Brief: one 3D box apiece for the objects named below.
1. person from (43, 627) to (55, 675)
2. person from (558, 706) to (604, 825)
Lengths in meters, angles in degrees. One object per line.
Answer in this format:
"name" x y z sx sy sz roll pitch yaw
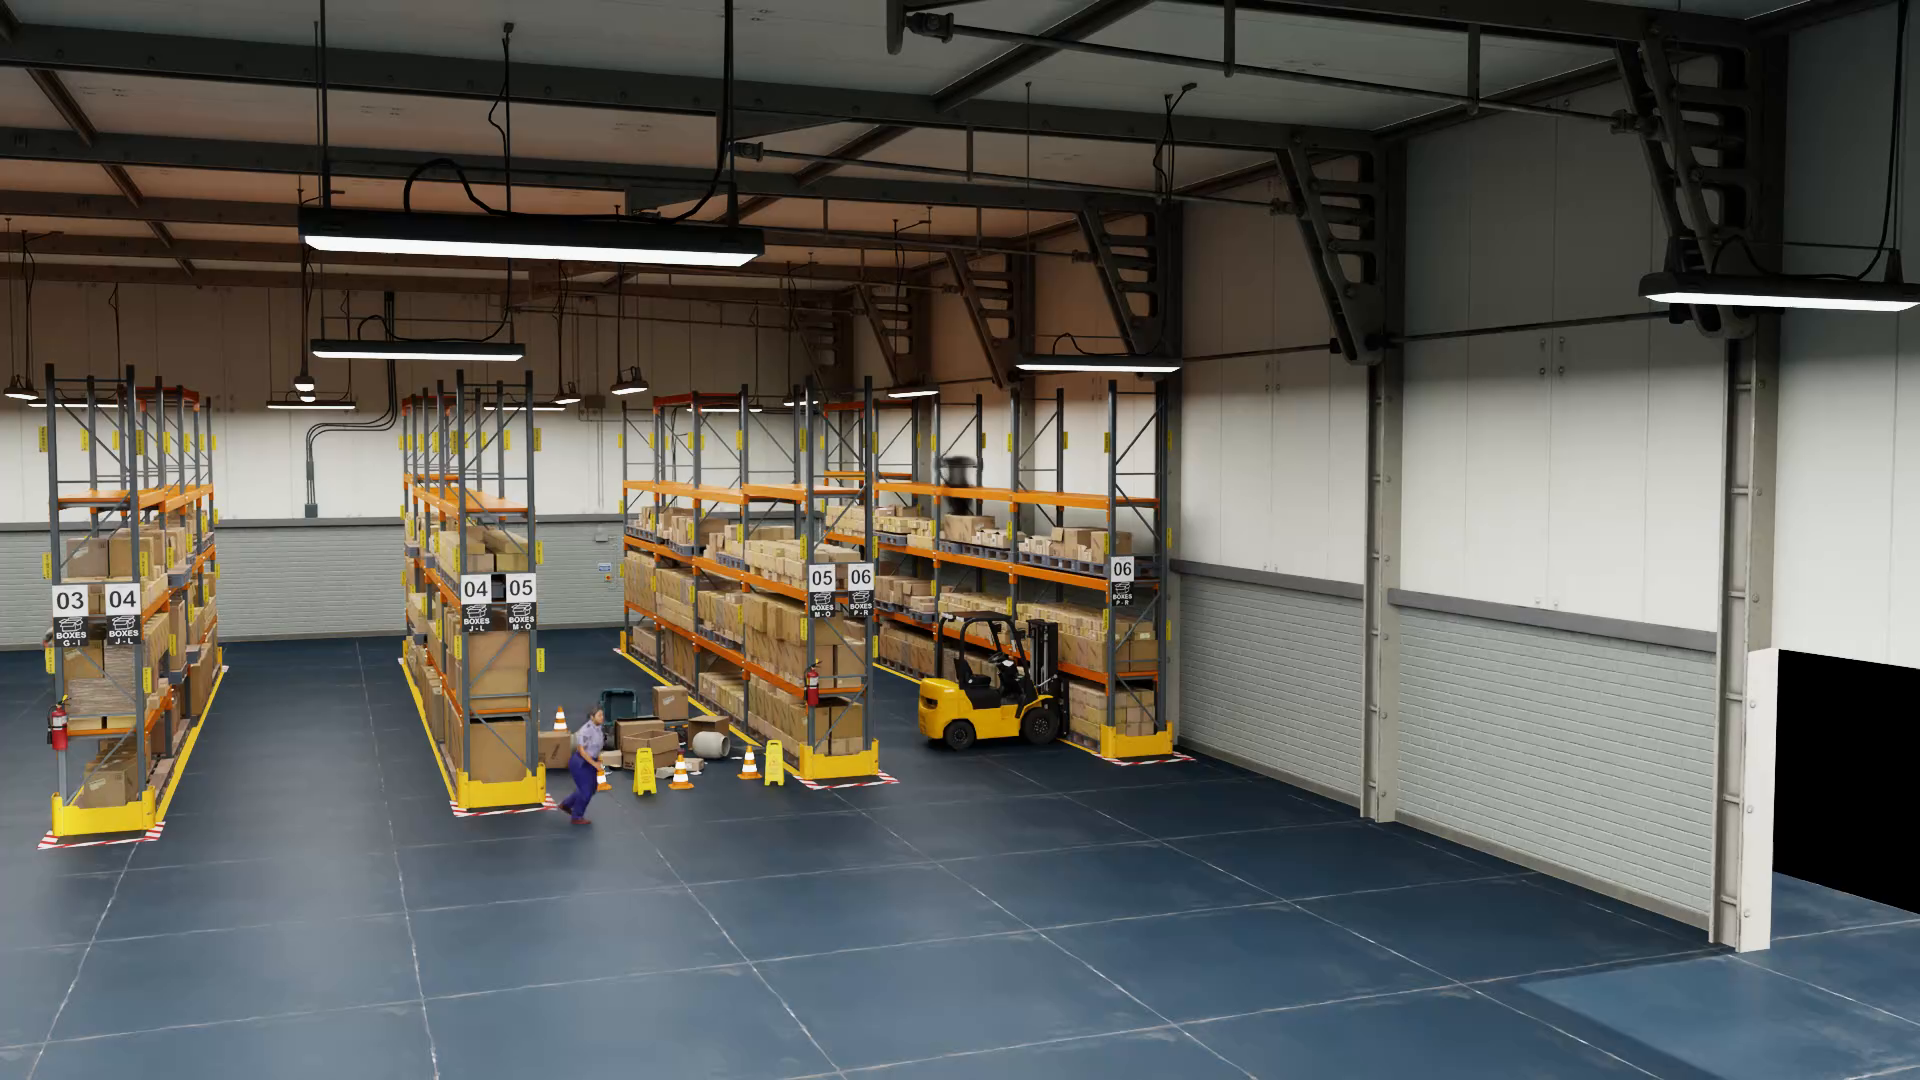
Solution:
"person" -17.532 2.264 32.440 0.656 1.694 0.871 -3 5 -44
"person" -4.979 2.949 21.824 0.706 1.556 0.595 0 3 8
